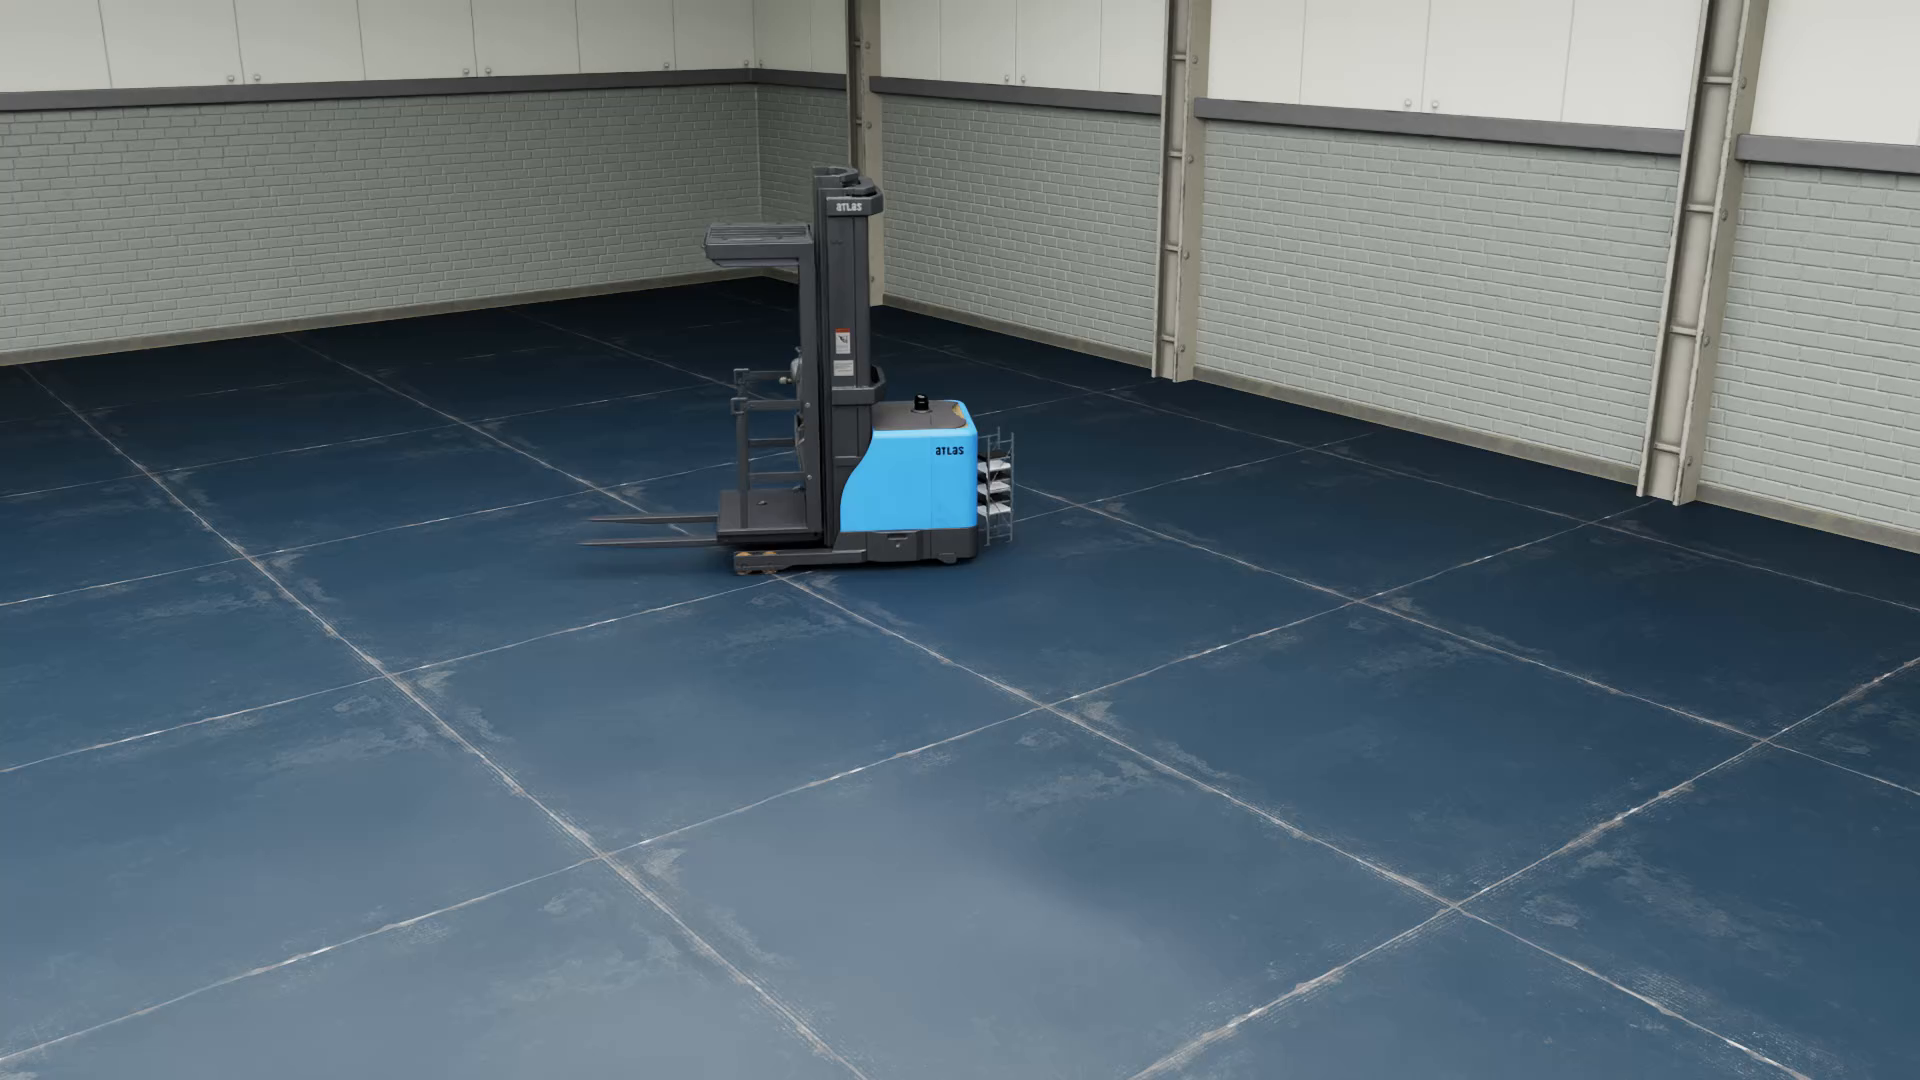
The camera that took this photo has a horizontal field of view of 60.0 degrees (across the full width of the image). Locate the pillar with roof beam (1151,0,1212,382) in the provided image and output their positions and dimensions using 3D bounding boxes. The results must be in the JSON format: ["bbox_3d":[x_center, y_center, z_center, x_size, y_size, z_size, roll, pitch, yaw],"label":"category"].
[{"bbox_3d":[-0.947,-5.283,15.000,9.100,9.000,0.400,-14,23,-36],"label":"pillar with roof beam"}]

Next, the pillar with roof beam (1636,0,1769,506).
[{"bbox_3d":[2.778,-3.804,10.536,9.100,9.000,0.400,-14,23,-36],"label":"pillar with roof beam"}]

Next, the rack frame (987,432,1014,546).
[{"bbox_3d":[0.317,-0.399,13.135,0.240,0.900,0.006,-10,21,-29],"label":"rack frame"}]

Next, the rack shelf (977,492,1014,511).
[{"bbox_3d":[0.266,-0.309,13.257,0.258,0.077,0.200,-10,21,-29],"label":"rack shelf"}]

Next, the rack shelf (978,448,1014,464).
[{"bbox_3d":[0.266,-0.651,13.144,0.258,0.077,0.200,-10,21,-29],"label":"rack shelf"}]

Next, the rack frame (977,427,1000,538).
[{"bbox_3d":[0.215,-0.454,13.302,0.240,0.900,0.006,-10,21,-29],"label":"rack frame"}]

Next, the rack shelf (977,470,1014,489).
[{"bbox_3d":[0.266,-0.480,13.201,0.258,0.077,0.200,-10,21,-29],"label":"rack shelf"}]

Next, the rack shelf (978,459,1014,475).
[{"bbox_3d":[0.266,-0.566,13.172,0.258,0.077,0.200,-10,21,-29],"label":"rack shelf"}]

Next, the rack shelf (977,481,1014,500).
[{"bbox_3d":[0.266,-0.395,13.229,0.258,0.077,0.200,-10,21,-29],"label":"rack shelf"}]

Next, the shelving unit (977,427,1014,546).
[{"bbox_3d":[0.266,-0.426,13.219,0.258,0.900,0.210,-10,21,-29],"label":"shelving unit"}]

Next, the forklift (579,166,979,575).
[{"bbox_3d":[-1.406,-1.304,12.639,3.031,2.935,1.130,-2,18,-6],"label":"forklift"}]

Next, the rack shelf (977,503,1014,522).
[{"bbox_3d":[0.266,-0.224,13.286,0.258,0.077,0.200,-10,21,-29],"label":"rack shelf"}]

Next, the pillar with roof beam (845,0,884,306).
[{"bbox_3d":[-4.672,-6.761,19.465,9.100,9.000,0.400,-14,23,-36],"label":"pillar with roof beam"}]
